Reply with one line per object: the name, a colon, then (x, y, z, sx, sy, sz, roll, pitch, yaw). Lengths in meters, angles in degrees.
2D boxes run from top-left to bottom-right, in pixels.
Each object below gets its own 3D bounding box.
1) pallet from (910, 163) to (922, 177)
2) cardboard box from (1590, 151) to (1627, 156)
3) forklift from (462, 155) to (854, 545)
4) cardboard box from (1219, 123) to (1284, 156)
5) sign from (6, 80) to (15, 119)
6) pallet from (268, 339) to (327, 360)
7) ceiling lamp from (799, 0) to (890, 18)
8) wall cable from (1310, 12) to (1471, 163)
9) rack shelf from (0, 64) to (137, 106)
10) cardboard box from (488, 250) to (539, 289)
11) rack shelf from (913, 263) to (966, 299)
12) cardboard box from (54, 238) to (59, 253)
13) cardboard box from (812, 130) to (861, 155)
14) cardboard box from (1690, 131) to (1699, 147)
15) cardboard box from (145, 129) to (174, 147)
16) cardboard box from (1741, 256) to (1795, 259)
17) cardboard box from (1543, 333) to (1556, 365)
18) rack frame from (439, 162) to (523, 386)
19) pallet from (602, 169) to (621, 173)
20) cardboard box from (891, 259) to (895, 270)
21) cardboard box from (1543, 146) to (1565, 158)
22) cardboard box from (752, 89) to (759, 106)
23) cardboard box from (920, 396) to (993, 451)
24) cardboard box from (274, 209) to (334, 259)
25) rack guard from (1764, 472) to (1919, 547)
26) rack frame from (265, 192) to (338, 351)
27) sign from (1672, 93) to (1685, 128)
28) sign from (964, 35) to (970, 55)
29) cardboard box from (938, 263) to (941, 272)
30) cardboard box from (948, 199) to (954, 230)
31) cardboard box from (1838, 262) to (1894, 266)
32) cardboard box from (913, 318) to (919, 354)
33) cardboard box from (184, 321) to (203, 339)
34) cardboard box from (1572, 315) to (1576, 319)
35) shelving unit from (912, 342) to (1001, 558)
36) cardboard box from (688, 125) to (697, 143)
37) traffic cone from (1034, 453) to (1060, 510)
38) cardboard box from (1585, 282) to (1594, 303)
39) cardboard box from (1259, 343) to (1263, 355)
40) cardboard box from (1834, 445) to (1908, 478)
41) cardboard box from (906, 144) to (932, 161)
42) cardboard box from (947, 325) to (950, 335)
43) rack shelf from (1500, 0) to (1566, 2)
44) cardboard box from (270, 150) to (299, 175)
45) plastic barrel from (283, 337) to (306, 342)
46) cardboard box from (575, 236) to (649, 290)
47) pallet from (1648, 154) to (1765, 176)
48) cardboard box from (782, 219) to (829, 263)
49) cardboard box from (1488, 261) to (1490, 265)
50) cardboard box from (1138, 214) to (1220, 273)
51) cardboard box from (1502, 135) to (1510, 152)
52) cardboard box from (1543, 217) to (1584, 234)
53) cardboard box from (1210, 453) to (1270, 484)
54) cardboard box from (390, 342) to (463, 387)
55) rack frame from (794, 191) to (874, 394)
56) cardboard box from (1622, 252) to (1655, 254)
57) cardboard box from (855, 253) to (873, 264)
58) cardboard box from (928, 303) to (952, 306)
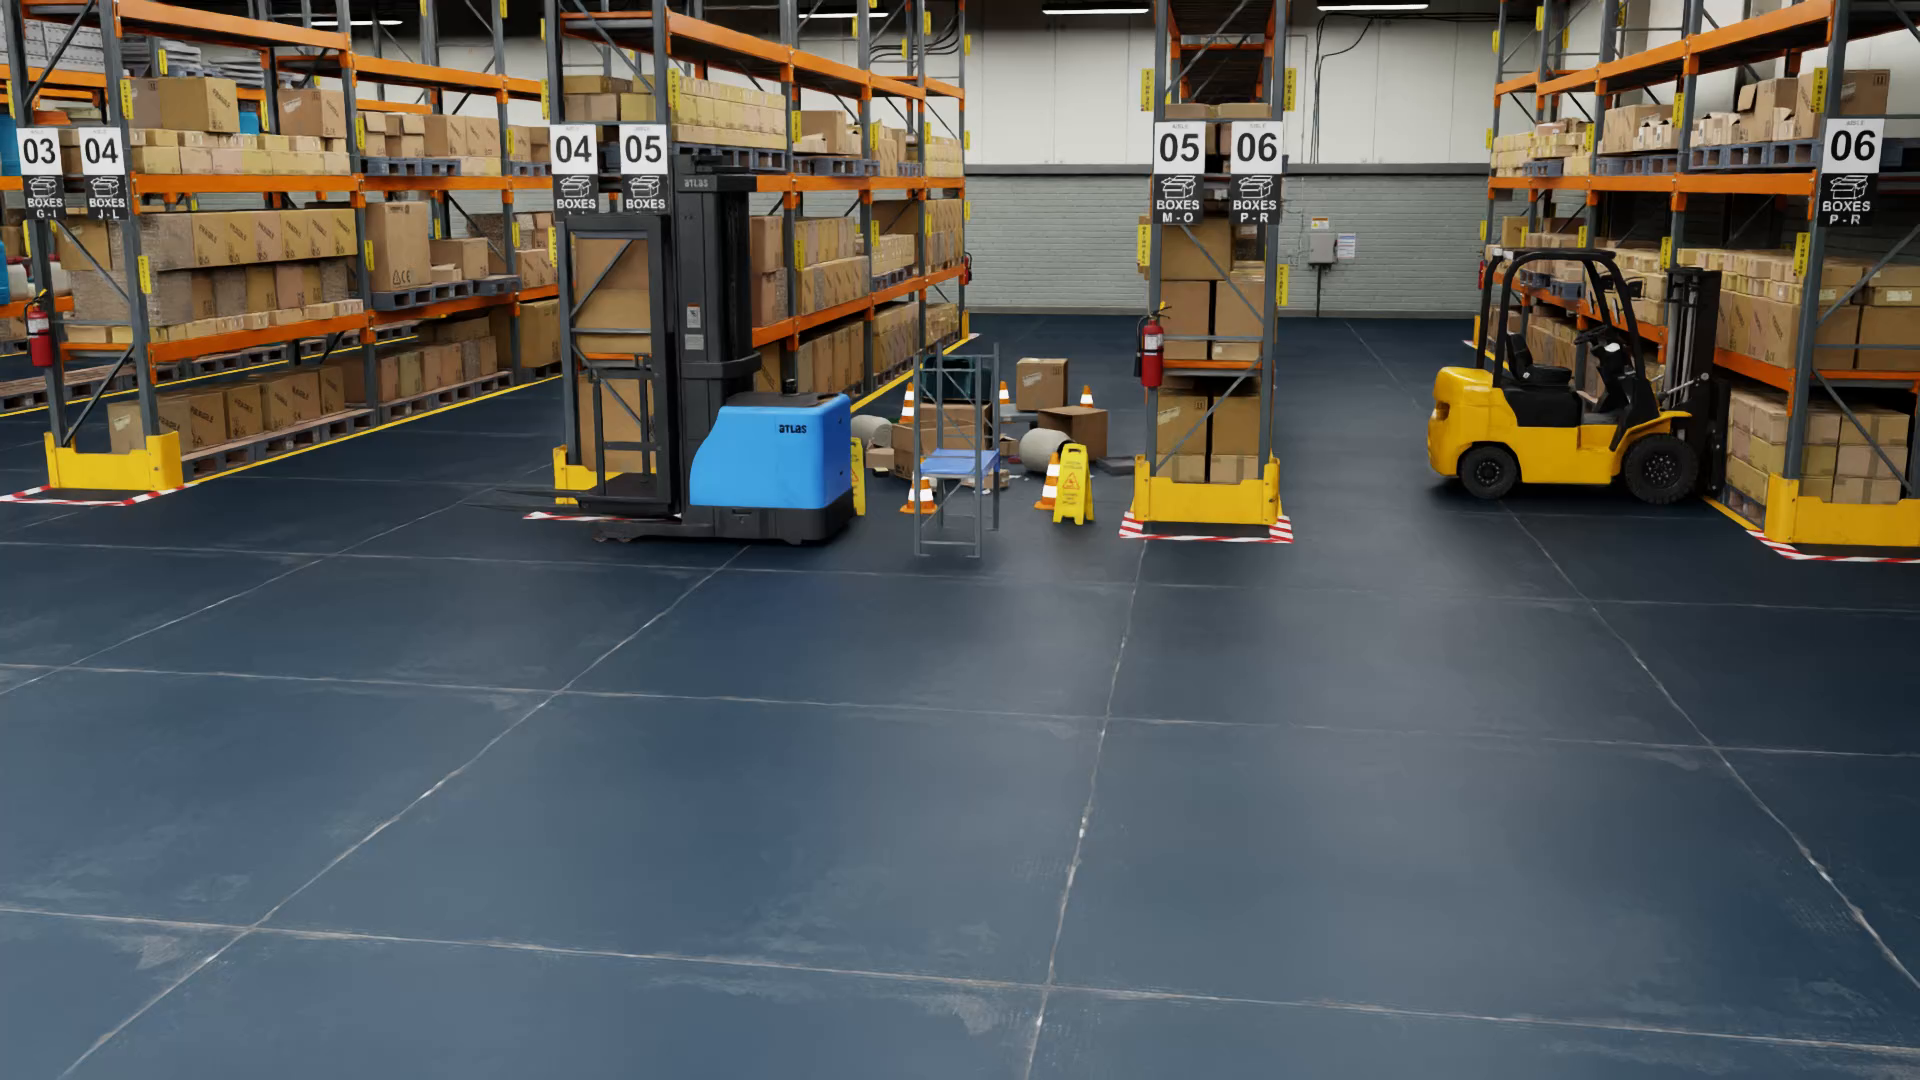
pallet: (-1.237, -5.514, 24.784, 1.213, 0.211, 1.003, 2, 12, 9)
cardboard box: (7.977, -4.802, 20.444, 0.380, 0.149, 0.250, 2, 12, 10)
forklift: (-2.433, -1.521, 13.096, 3.031, 2.935, 1.130, 2, 12, 10)
cardboard box: (2.365, -3.261, 13.536, 0.500, 0.250, 0.500, 2, 12, 8)
sign: (-8.313, -3.869, 14.606, 0.100, 0.325, 0.005, 2, 12, 9)
pallet: (-10.976, -3.084, 26.803, 1.003, 0.211, 1.213, 2, 12, 9)
ceiling lamp: (-2.389, -11.541, 31.332, 2.000, 3.185, 0.800, 2, 12, 9)
wall cable: (8.571, -8.979, 33.207, 2.988, 3.039, 0.133, 2, 12, 9)
rack shelf: (-11.739, -5.743, 20.938, 1.077, 0.370, 4.000, 2, 12, 9)
cardboard box: (-6.193, -3.755, 23.058, 0.500, 0.500, 0.500, 2, 12, 10)
rack shelf: (-0.729, -4.329, 27.668, 1.077, 0.370, 4.000, 2, 12, 9)
cardboard box: (-15.362, -4.914, 28.437, 0.500, 0.500, 0.500, 2, 12, 10)
cardboard box: (-1.516, -4.881, 20.380, 0.500, 0.311, 0.500, 2, 12, 9)
cardboard box: (7.176, -3.814, 15.811, 0.380, 0.149, 0.250, 2, 12, 10)
cardboard box: (-7.361, -3.637, 15.037, 0.380, 0.149, 0.250, 2, 12, 10)
cardboard box: (7.007, -2.379, 14.430, 0.380, 0.149, 0.250, 2, 12, 9)
cardboard box: (8.239, -2.532, 22.559, 0.500, 0.500, 0.500, 1, 12, 7)
rack frame: (-6.537, -3.613, 22.640, 1.000, 3.000, 0.127, 2, 12, 9)
pallet: (-5.786, -6.039, 26.985, 1.003, 0.211, 1.213, 2, 12, 9)
cardboard box: (-1.140, -3.931, 23.713, 0.380, 0.149, 0.250, 1, 12, 7)
cardboard box: (8.182, -5.300, 22.711, 0.380, 0.149, 0.250, 2, 12, 8)
cardboard box: (-2.163, -4.289, 16.124, 0.380, 0.149, 0.250, 2, 12, 9)
cardboard box: (-0.071, -1.115, 16.653, 0.797, 0.637, 0.503, 2, 12, 9)
cardboard box: (-7.025, -3.257, 17.670, 0.500, 0.500, 0.500, 2, 12, 9)
rack guard: (6.926, -0.240, 12.920, 1.175, 0.500, 0.348, 2, 12, 9)
rack frame: (-10.816, -4.606, 27.248, 1.000, 3.000, 0.127, 2, 12, 9)
sign: (7.007, -4.188, 16.212, 0.100, 0.325, 0.005, 2, 12, 9)
sign: (0.124, -8.541, 28.674, 0.100, 0.325, 0.005, 2, 12, 9)
cardboard box: (-0.515, -4.465, 27.190, 0.380, 0.149, 0.250, 2, 12, 11)
cardboard box: (-0.395, -5.463, 27.904, 0.500, 0.500, 0.500, 3, 12, 12)
cardboard box: (7.293, -2.150, 13.367, 0.380, 0.149, 0.250, 2, 12, 10)
cardboard box: (-0.901, -3.085, 25.126, 0.500, 0.500, 0.500, 2, 12, 8)
cardboard box: (-7.377, -1.980, 15.656, 0.380, 0.149, 0.250, 2, 12, 9)
cardboard box: (8.968, -3.124, 23.768, 0.380, 0.149, 0.250, 2, 12, 9)
shelving unit: (-0.013, -0.715, 12.753, 0.538, 1.500, 1.048, 2, 12, 9)
cardboard box: (-2.474, -3.478, 14.254, 0.380, 0.149, 0.250, 2, 12, 9)
traffic cone: (0.816, -0.518, 14.299, 0.336, 0.463, 0.334, 2, 12, 9)
cardboard box: (7.850, -2.974, 20.031, 0.500, 0.250, 0.500, 2, 12, 9)
cardboard box: (2.427, -1.674, 14.236, 0.380, 0.149, 0.250, 1, 12, 7)
cardboard box: (7.207, -0.664, 13.295, 0.500, 0.250, 0.500, 2, 12, 10)
cardboard box: (-0.725, -5.994, 25.736, 0.500, 0.250, 0.500, 2, 12, 11)
cardboard box: (-0.364, -3.576, 28.238, 0.380, 0.149, 0.250, 1, 12, 6)
rack shelf: (9.083, -8.587, 25.296, 1.077, 0.370, 4.000, 2, 12, 9)
cardboard box: (-7.128, -3.856, 17.000, 0.500, 0.250, 0.500, 2, 12, 8)
plastic barrel: (-10.916, -3.673, 26.902, 0.600, 0.901, 0.708, 2, 12, 9)
cardboard box: (-2.787, -2.443, 14.292, 0.875, 0.550, 0.550, 2, 12, 9)
pallet: (7.668, -3.856, 17.101, 0.805, 0.209, 1.217, 1, 12, 6)
cardboard box: (-1.962, -3.557, 19.770, 0.700, 0.500, 0.500, 2, 12, 8)
cardboard box: (9.069, -4.615, 27.885, 0.380, 0.149, 0.250, 2, 12, 8)
cardboard box: (1.949, -2.638, 14.797, 0.700, 0.500, 0.500, 2, 12, 8)
cardboard box: (8.914, -6.286, 26.384, 0.500, 0.250, 0.500, 2, 12, 8)
cardboard box: (9.267, -4.705, 25.575, 0.500, 0.500, 0.500, 2, 12, 7)
cardboard box: (2.422, -0.647, 14.405, 0.500, 0.250, 0.500, 2, 12, 8)
cardboard box: (-6.773, -2.232, 21.120, 0.700, 0.500, 0.500, 3, 13, 13)
rack frame: (-1.652, -3.432, 21.796, 1.000, 3.000, 0.127, 2, 12, 9)
cardboard box: (7.729, -3.223, 19.053, 0.380, 0.149, 0.250, 2, 12, 9)
cardboard box: (-1.379, -3.754, 22.184, 0.380, 0.149, 0.250, 2, 12, 11)
cardboard box: (-0.348, -4.031, 28.934, 0.380, 0.149, 0.250, 2, 12, 10)
